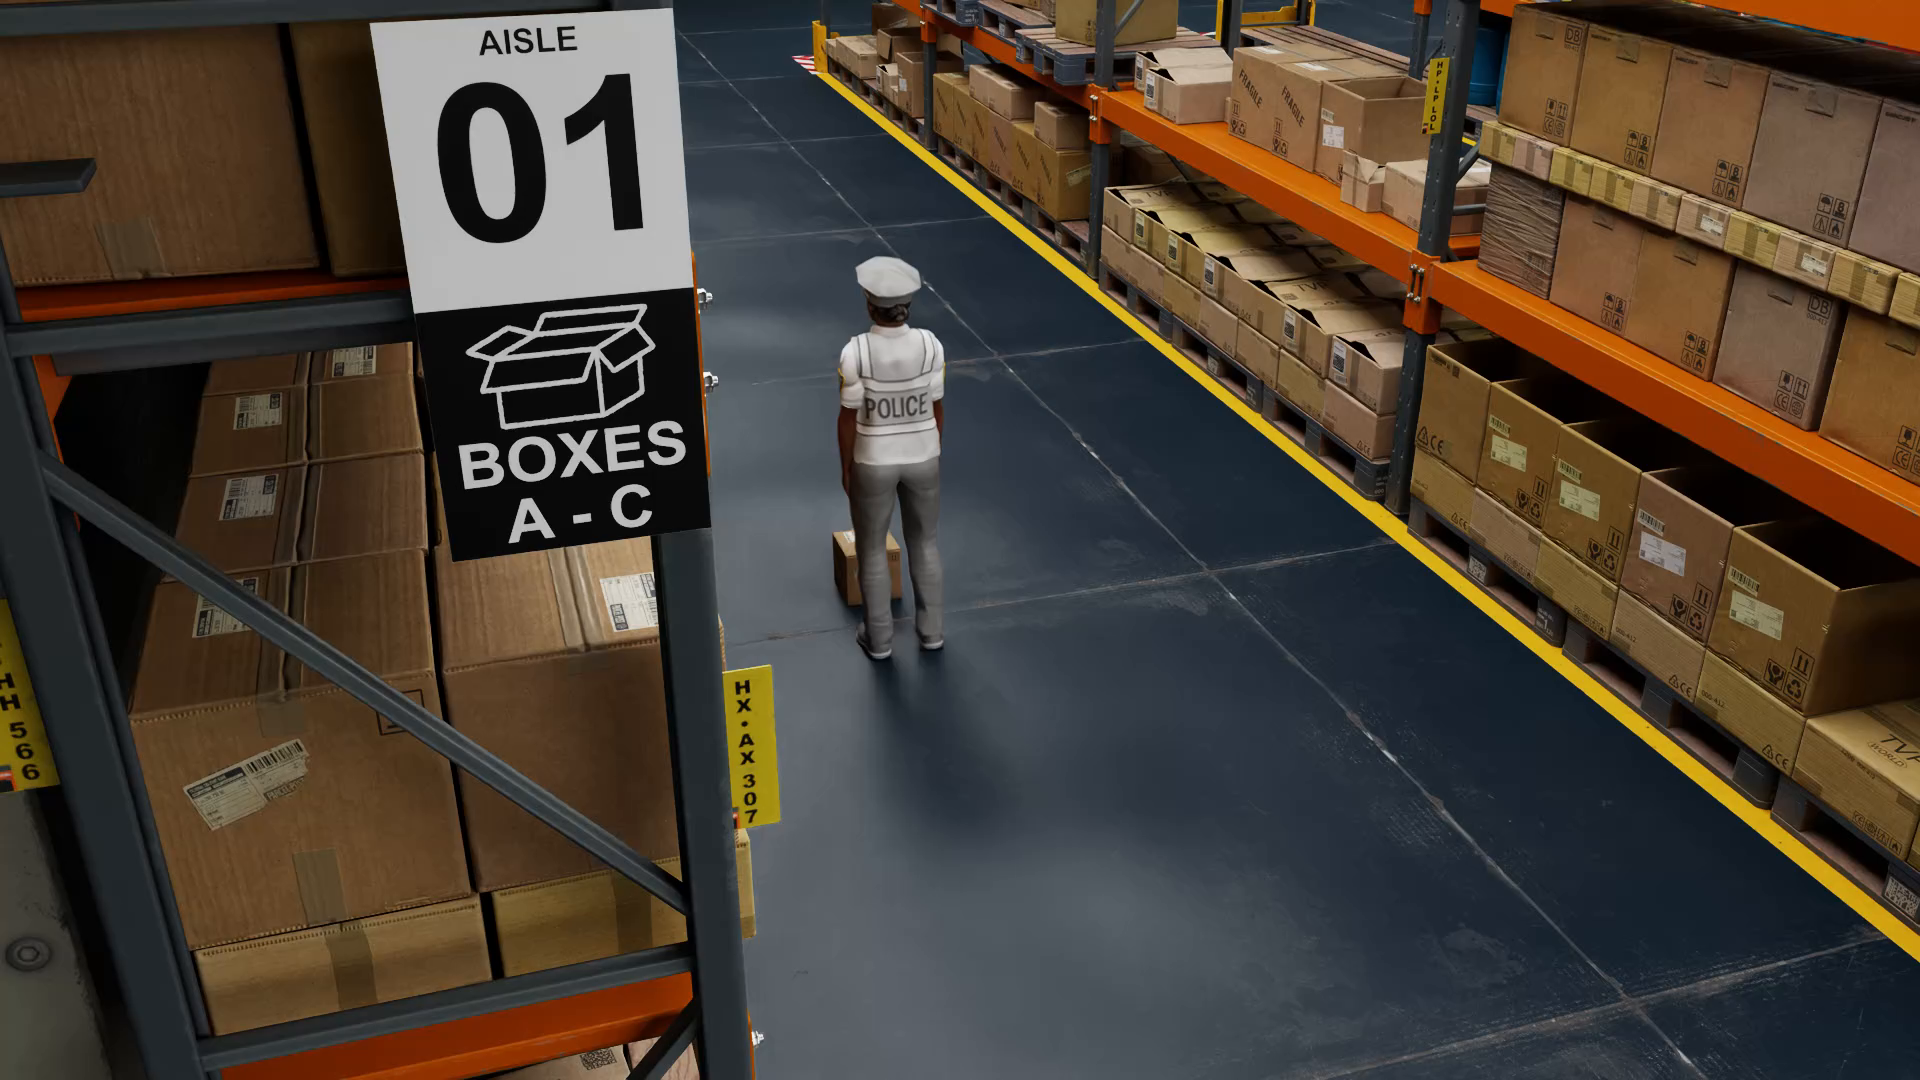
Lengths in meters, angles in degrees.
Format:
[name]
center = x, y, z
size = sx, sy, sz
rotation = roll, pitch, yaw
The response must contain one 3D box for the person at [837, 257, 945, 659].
[person]
center = -0.282, -0.310, 6.734
size = 0.437, 1.693, 0.338
rotation = -8, 27, -15
